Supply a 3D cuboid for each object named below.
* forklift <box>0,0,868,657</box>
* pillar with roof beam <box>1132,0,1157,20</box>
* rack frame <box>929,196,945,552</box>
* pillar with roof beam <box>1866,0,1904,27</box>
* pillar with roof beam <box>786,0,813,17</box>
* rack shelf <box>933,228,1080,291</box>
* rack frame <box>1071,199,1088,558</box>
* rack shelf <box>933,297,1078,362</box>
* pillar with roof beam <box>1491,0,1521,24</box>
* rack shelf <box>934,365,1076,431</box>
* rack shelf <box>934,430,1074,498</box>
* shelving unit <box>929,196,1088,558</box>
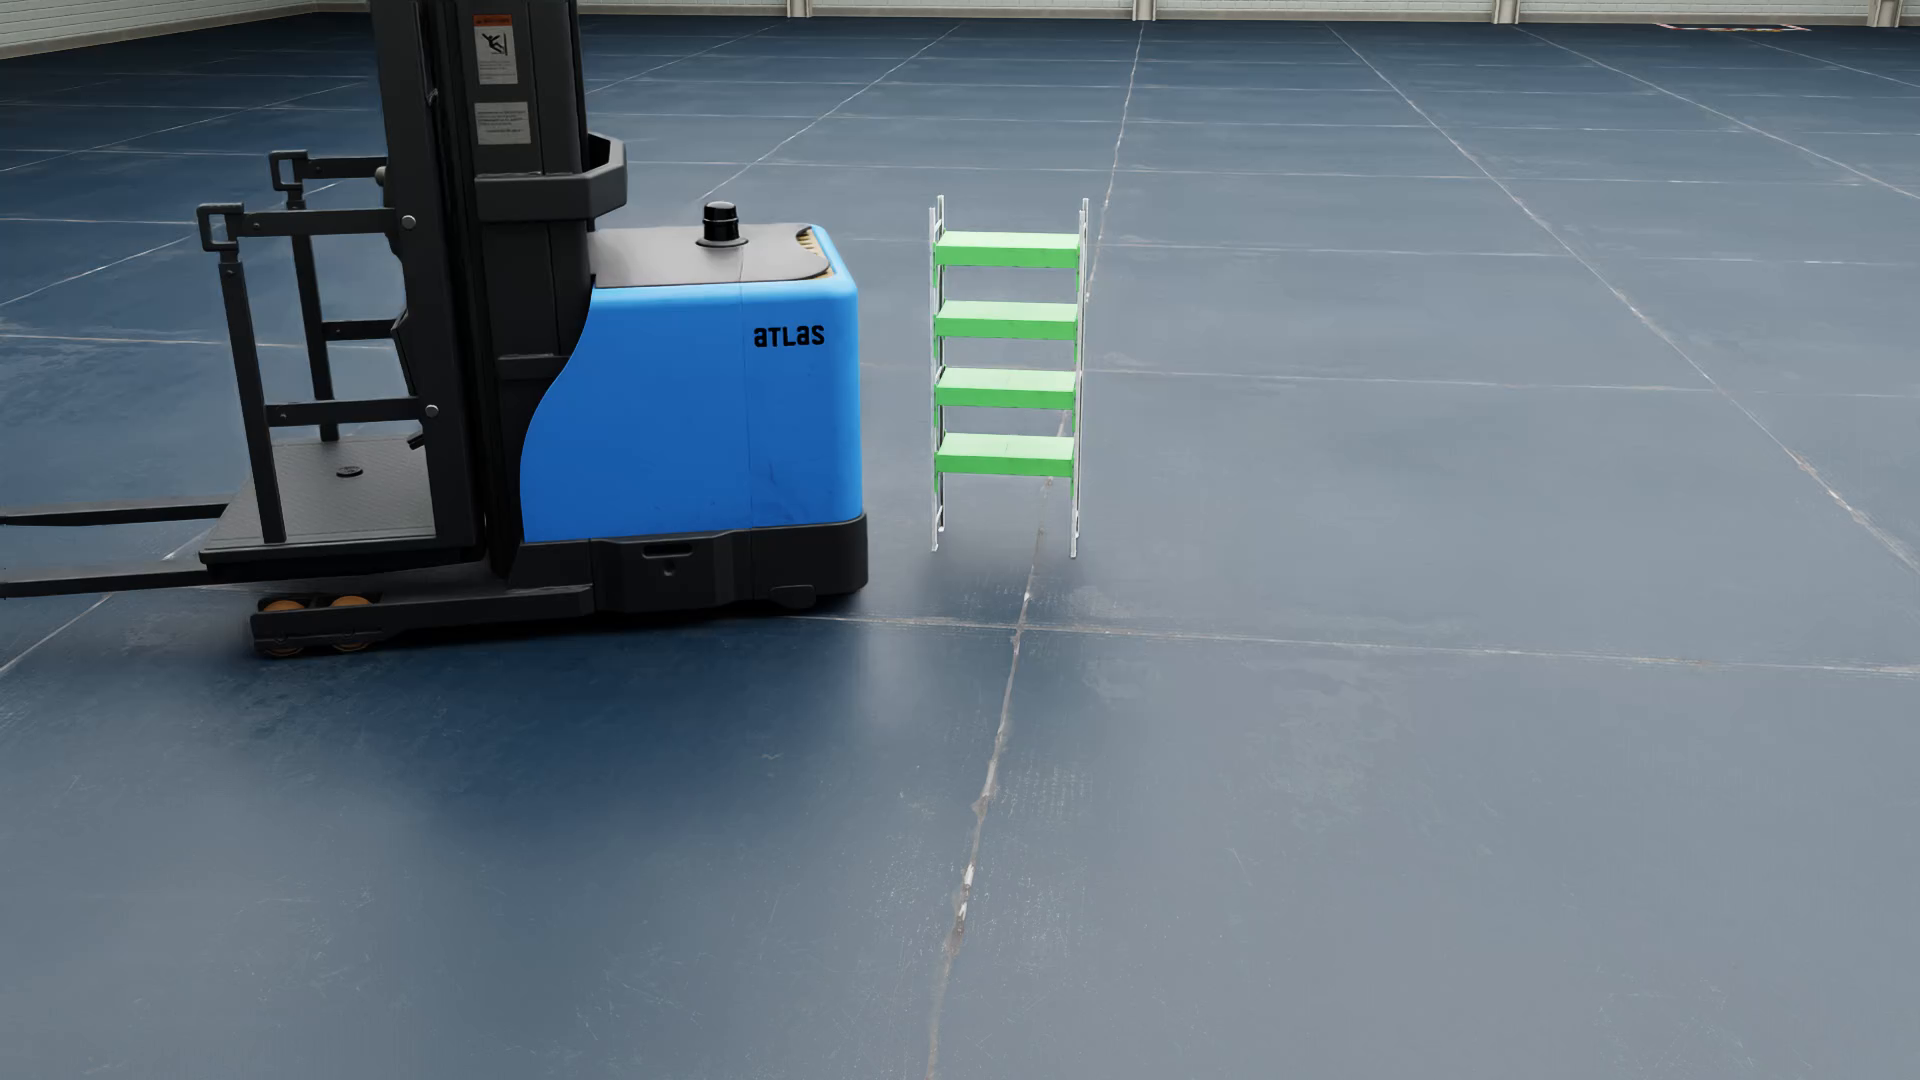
[{"bbox_3d":[-1.865,-1.220,5.039,3.031,2.935,1.130,-4,22,-10],"label":"forklift"},{"bbox_3d":[2.648,-11.531,22.866,0.400,9.000,9.100,2,22,6],"label":"pillar with roof beam"},{"bbox_3d":[-0.078,-0.561,5.728,0.015,1.200,0.240,2,22,6],"label":"rack frame"},{"bbox_3d":[14.564,-11.011,21.553,0.400,9.000,9.100,2,22,6],"label":"pillar with roof beam"},{"bbox_3d":[-3.311,-11.790,23.523,0.400,9.000,9.100,2,22,6],"label":"pillar with roof beam"},{"bbox_3d":[0.164,-0.938,5.548,0.480,0.148,0.258,2,22,6],"label":"rack shelf"},{"bbox_3d":[0.407,-0.540,5.674,0.015,1.200,0.240,2,22,6],"label":"rack frame"},{"bbox_3d":[0.164,-0.715,5.636,0.480,0.148,0.258,2,22,6],"label":"rack shelf"},{"bbox_3d":[8.606,-11.271,22.209,0.400,9.000,9.100,2,22,6],"label":"pillar with roof beam"},{"bbox_3d":[0.164,-0.491,5.725,0.480,0.148,0.258,2,22,6],"label":"rack shelf"},{"bbox_3d":[0.164,-0.268,5.813,0.480,0.148,0.258,2,22,6],"label":"rack shelf"},{"bbox_3d":[0.164,-0.551,5.701,0.503,1.200,0.258,2,22,6],"label":"shelving unit"}]
